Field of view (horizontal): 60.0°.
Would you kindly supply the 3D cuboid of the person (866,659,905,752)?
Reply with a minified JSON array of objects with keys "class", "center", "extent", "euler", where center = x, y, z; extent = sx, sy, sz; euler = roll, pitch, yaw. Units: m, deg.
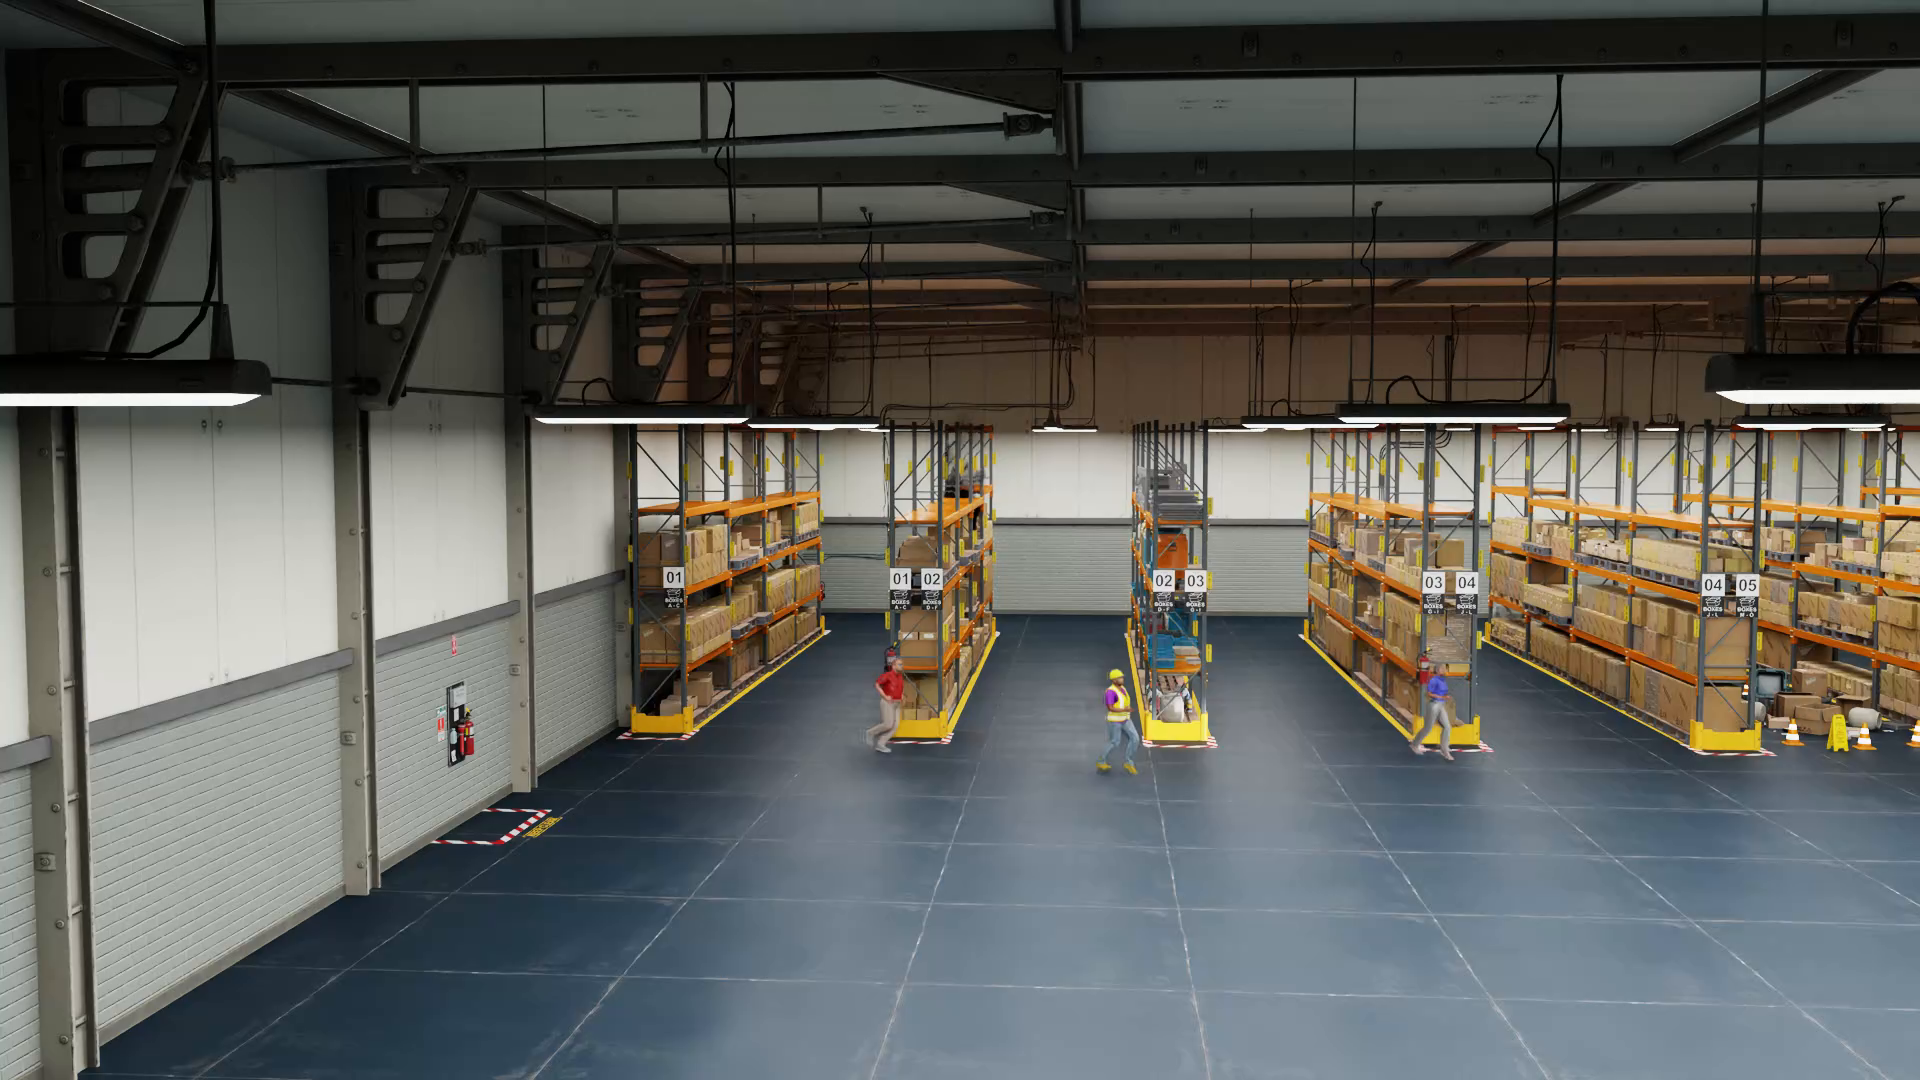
[{"class":"person","center":[-1.296,2.995,30.247],"extent":[0.611,1.641,0.734],"euler":[3,5,37]}]

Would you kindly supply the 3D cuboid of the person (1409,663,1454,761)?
[{"class":"person","center":[8.436,3.023,29.487],"extent":[0.586,1.677,0.825],"euler":[-4,5,-44]}]

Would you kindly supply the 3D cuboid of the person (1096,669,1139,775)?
[{"class":"person","center":[2.684,3.082,28.143],"extent":[0.757,1.801,0.707],"euler":[3,4,36]}]

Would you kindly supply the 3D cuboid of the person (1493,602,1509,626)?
[{"class":"person","center":[15.507,1.906,47.606],"extent":[0.673,1.676,0.599],"euler":[0,4,-6]}]
